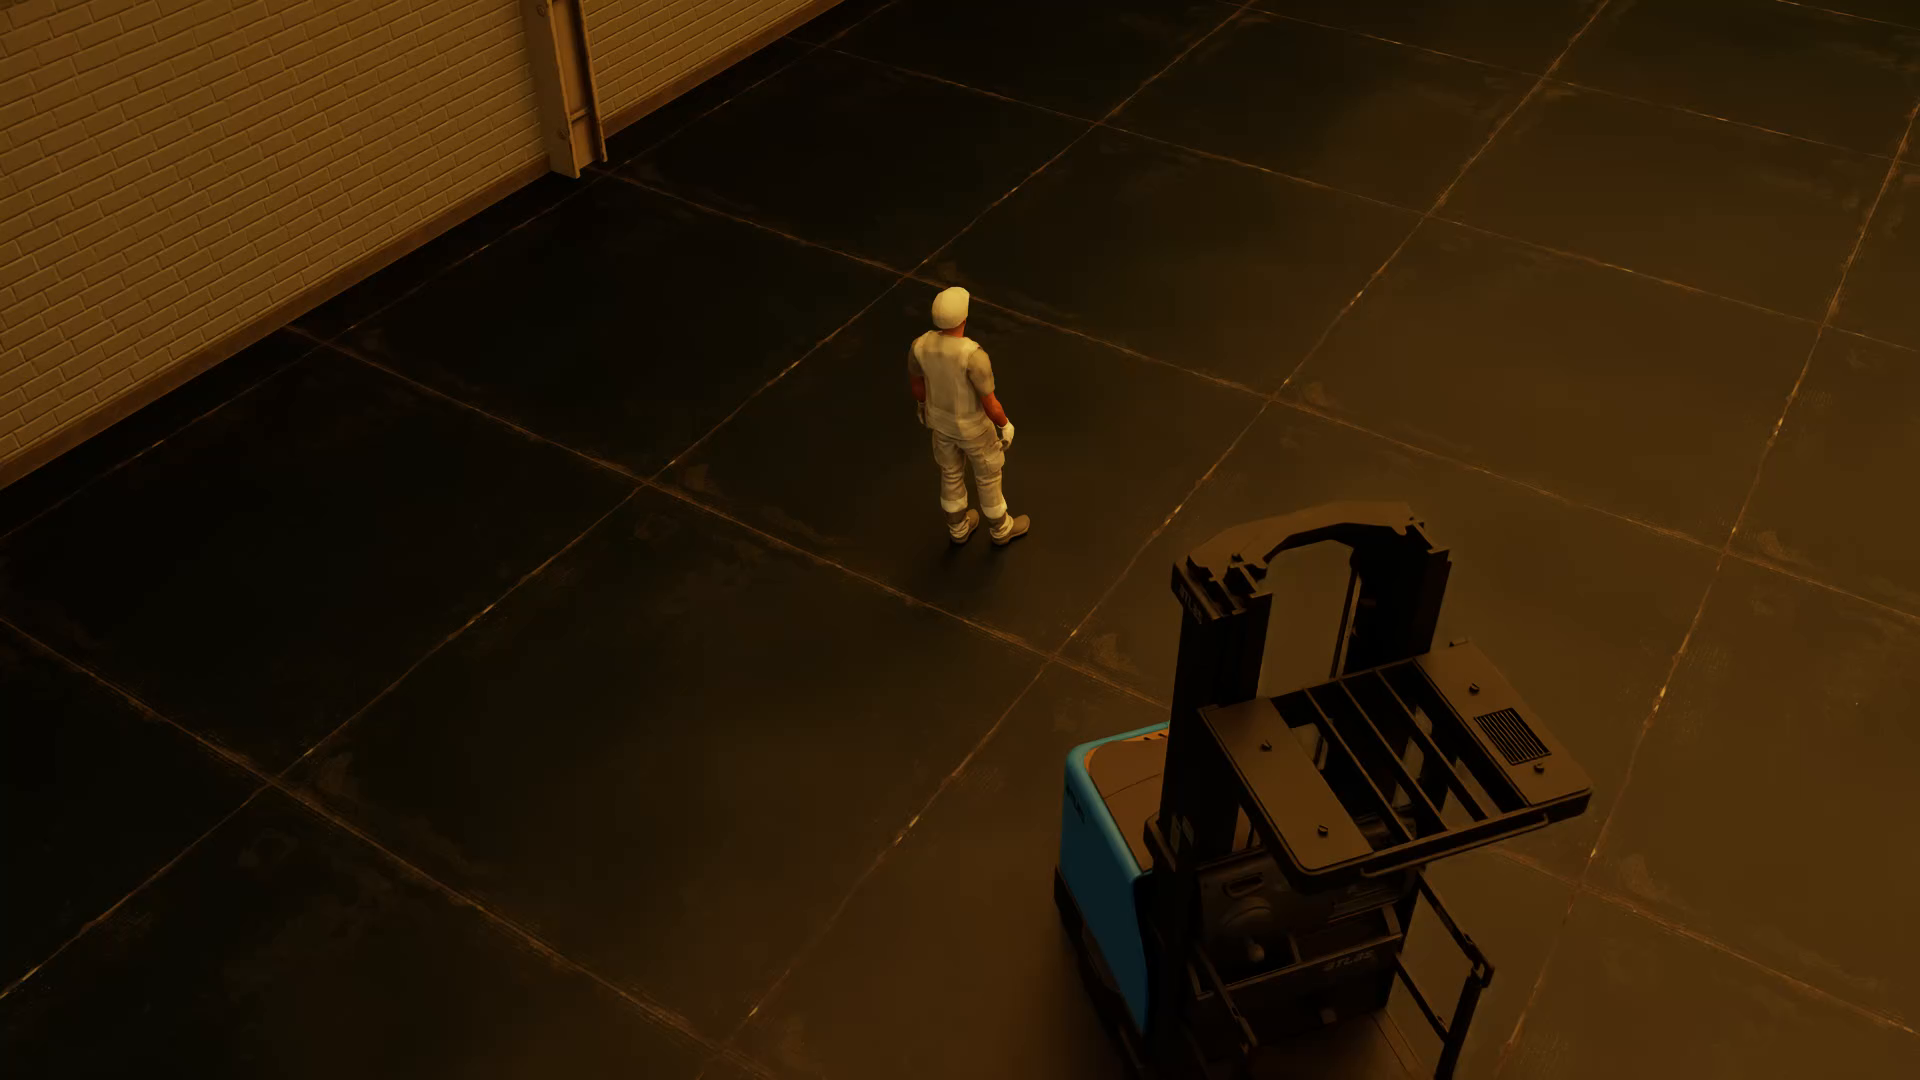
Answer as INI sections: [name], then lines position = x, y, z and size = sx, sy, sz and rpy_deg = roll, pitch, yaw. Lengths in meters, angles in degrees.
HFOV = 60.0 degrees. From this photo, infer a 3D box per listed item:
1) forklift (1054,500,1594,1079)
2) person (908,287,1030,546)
[forklift]
position = 1.424, 1.432, 6.277
size = 1.130, 2.935, 3.031
rpy_deg = -13, 42, -15
[person]
position = 0.052, -0.728, 9.699
size = 0.638, 1.789, 0.562
rpy_deg = 22, 45, 24
